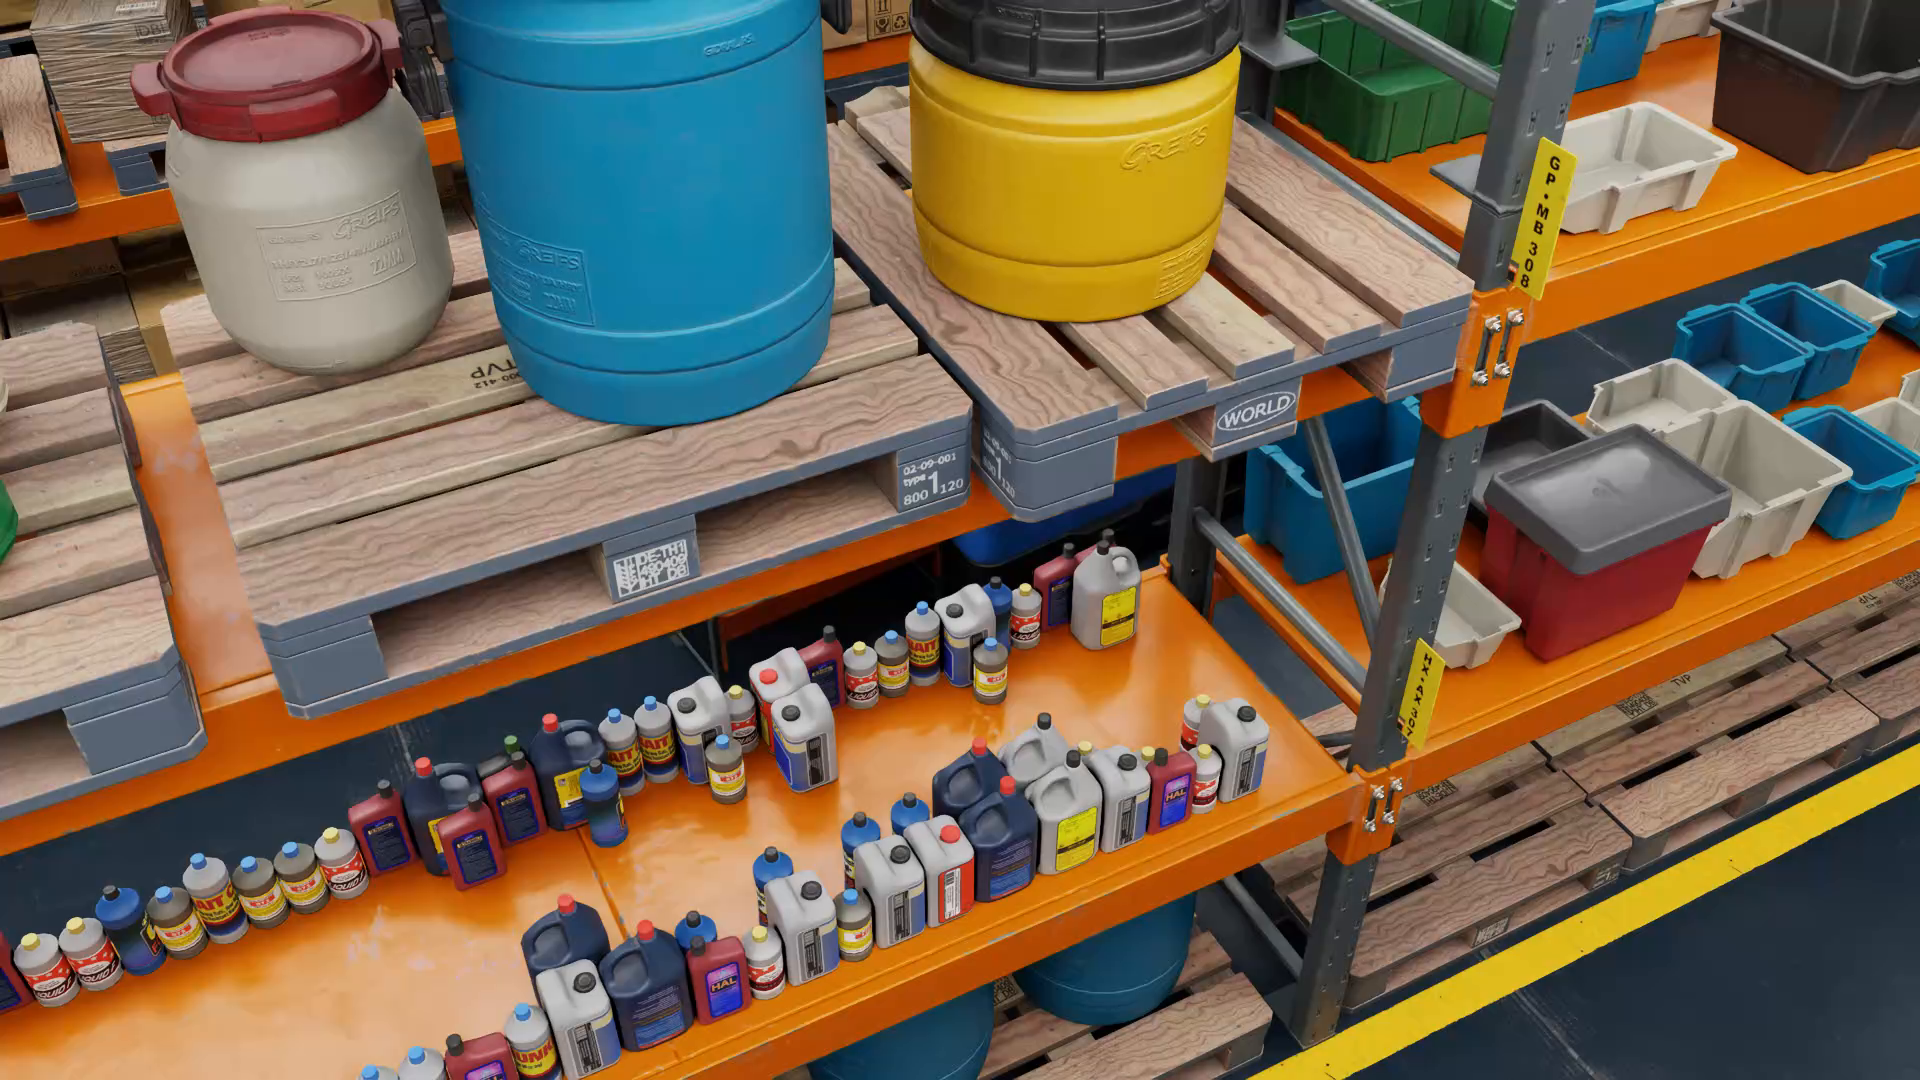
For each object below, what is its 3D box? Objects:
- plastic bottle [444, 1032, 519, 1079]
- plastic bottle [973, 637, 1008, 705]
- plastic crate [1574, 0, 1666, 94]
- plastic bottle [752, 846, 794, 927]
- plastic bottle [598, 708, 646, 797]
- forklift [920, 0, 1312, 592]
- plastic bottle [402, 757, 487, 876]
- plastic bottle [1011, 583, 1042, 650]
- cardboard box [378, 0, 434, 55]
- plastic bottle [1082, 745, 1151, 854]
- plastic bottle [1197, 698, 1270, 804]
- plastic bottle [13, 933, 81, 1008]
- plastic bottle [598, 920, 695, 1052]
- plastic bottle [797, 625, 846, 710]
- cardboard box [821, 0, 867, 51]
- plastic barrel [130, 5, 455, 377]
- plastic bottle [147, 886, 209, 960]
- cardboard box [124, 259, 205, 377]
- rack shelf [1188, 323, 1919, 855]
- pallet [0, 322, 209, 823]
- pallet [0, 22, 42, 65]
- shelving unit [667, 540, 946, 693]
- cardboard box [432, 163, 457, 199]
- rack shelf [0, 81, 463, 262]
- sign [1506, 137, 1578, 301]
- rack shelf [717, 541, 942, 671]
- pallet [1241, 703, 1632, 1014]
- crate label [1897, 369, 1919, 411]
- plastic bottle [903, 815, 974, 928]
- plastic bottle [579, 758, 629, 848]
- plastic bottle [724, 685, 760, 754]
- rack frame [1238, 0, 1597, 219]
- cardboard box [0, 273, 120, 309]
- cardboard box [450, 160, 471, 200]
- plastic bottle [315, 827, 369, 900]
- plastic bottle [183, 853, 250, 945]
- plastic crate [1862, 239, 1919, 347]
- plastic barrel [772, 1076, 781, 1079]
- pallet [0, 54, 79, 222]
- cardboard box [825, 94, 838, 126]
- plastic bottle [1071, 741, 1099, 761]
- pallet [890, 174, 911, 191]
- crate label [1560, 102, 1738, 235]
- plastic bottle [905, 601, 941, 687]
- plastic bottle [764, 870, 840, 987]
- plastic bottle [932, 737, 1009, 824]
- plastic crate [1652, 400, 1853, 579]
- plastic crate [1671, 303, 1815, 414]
[{"bbox_3d":[-1.047,1.163,3.645,0.133,0.283,0.061,-19,44,-21],"label":"plastic bottle"},{"bbox_3d":[0.085,0.358,4.660,0.097,0.201,0.097,0,40,0],"label":"plastic bottle"},{"bbox_3d":[1.582,-1.349,4.330,0.300,0.233,0.416,-19,44,-21],"label":"plastic crate"},{"bbox_3d":[-0.449,0.842,4.033,0.097,0.271,0.097,0,40,0],"label":"plastic bottle"},{"bbox_3d":[-0.893,0.549,4.379,0.097,0.271,0.097,0,40,0],"label":"plastic bottle"},{"bbox_3d":[1.045,-1.577,6.844,3.031,2.935,1.130,-24,46,-25],"label":"forklift"},{"bbox_3d":[-1.290,0.670,4.175,0.185,0.351,0.144,-19,44,-21],"label":"plastic bottle"},{"bbox_3d":[0.188,0.212,4.831,0.097,0.201,0.097,0,40,0],"label":"plastic bottle"},{"bbox_3d":[-2.467,-2.596,7.593,0.500,0.500,0.700,-12,42,-14],"label":"cardboard box"},{"bbox_3d":[0.398,0.646,4.261,0.135,0.276,0.152,-19,44,-21],"label":"plastic bottle"},{"bbox_3d":[0.722,0.537,4.390,0.135,0.276,0.152,-19,44,-21],"label":"plastic bottle"},{"bbox_3d":[-2.148,0.998,3.903,0.097,0.201,0.097,0,40,0],"label":"plastic bottle"},{"bbox_3d":[-0.719,0.996,3.790,0.185,0.351,0.144,-19,44,-21],"label":"plastic bottle"},{"bbox_3d":[-0.388,0.361,4.592,0.133,0.283,0.061,-19,44,-21],"label":"plastic bottle"},{"bbox_3d":[-0.785,-2.687,8.025,0.500,0.500,0.500,-17,43,-20],"label":"cardboard box"},{"bbox_3d":[-1.123,-0.592,2.876,0.433,0.535,0.433,0,40,0],"label":"plastic barrel"},{"bbox_3d":[-1.889,0.911,4.005,0.097,0.201,0.097,0,40,0],"label":"plastic bottle"},{"bbox_3d":[-3.466,-0.951,7.646,0.500,0.500,0.500,-19,44,-21],"label":"cardboard box"},{"bbox_3d":[2.696,-0.135,5.645,4.000,0.370,1.077,-19,44,-21],"label":"rack shelf"},{"bbox_3d":[-1.902,0.136,2.593,1.213,0.211,1.003,-19,44,-21],"label":"pallet"},{"bbox_3d":[-6.468,-3.424,11.132,1.213,0.211,1.003,-19,44,-21],"label":"pallet"},{"bbox_3d":[-0.632,-0.107,6.505,1.048,1.125,0.538,-24,46,-25],"label":"shelving unit"},{"bbox_3d":[-2.791,-1.850,8.127,0.500,0.250,0.500,-19,44,-21],"label":"cardboard box"},{"bbox_3d":[-3.137,-1.781,7.589,4.000,0.370,1.077,-19,44,-21],"label":"rack shelf"},{"bbox_3d":[1.175,-0.646,3.362,0.005,0.325,0.100,-19,44,-21],"label":"sign"},{"bbox_3d":[-0.632,0.080,6.663,1.000,0.278,0.538,-24,46,-25],"label":"rack shelf"},{"bbox_3d":[1.556,1.010,5.894,1.213,0.211,1.003,-19,44,-21],"label":"pallet"},{"bbox_3d":[3.331,-0.407,5.566,0.243,0.136,0.396,-19,44,-21],"label":"crate label"},{"bbox_3d":[-0.049,0.797,4.083,0.135,0.276,0.152,-19,44,-21],"label":"plastic bottle"},{"bbox_3d":[-0.913,0.661,4.247,0.097,0.271,0.097,0,40,0],"label":"plastic bottle"},{"bbox_3d":[-0.601,0.478,4.518,0.097,0.201,0.097,0,40,0],"label":"plastic bottle"},{"bbox_3d":[0.922,-2.103,2.769,0.127,3.000,1.000,-19,44,-21],"label":"rack frame"},{"bbox_3d":[-4.189,-1.086,7.806,0.500,0.500,0.500,-17,43,-19],"label":"cardboard box"},{"bbox_3d":[-2.372,-1.696,8.526,0.500,0.500,0.500,-18,43,-20],"label":"cardboard box"},{"bbox_3d":[-1.544,0.795,4.143,0.097,0.201,0.097,0,40,0],"label":"plastic bottle"},{"bbox_3d":[-1.803,0.856,4.017,0.097,0.271,0.097,0,40,0],"label":"plastic bottle"},{"bbox_3d":[3.515,-0.884,6.056,0.300,0.233,0.416,-19,44,-21],"label":"plastic crate"},{"bbox_3d":[-0.738,1.457,4.807,0.421,0.512,0.421,0,40,0],"label":"plastic barrel"},{"bbox_3d":[-4.342,-1.628,7.000,1.003,0.211,1.213,-19,44,-21],"label":"pallet"},{"bbox_3d":[-0.988,-2.199,9.120,0.500,0.500,0.500,-19,44,-21],"label":"cardboard box"},{"bbox_3d":[0.324,0.609,4.363,0.097,0.201,0.097,0,40,0],"label":"plastic bottle"},{"bbox_3d":[-0.753,-1.793,9.205,1.213,0.211,1.003,-19,44,-21],"label":"pallet"},{"bbox_3d":[1.490,-0.838,3.801,0.466,0.136,0.293,-19,44,-21],"label":"crate label"},{"bbox_3d":[-0.104,0.284,4.692,0.097,0.271,0.097,0,40,0],"label":"plastic bottle"},{"bbox_3d":[-0.374,0.906,3.954,0.135,0.276,0.152,-19,44,-21],"label":"plastic bottle"},{"bbox_3d":[0.027,0.640,4.210,0.185,0.351,0.144,-19,44,-21],"label":"plastic bottle"},{"bbox_3d":[2.362,-0.141,5.140,0.530,0.282,0.437,-19,44,-21],"label":"plastic crate"},{"bbox_3d":[2.665,-0.598,5.718,0.300,0.233,0.416,-19,44,-21],"label":"plastic crate"}]
